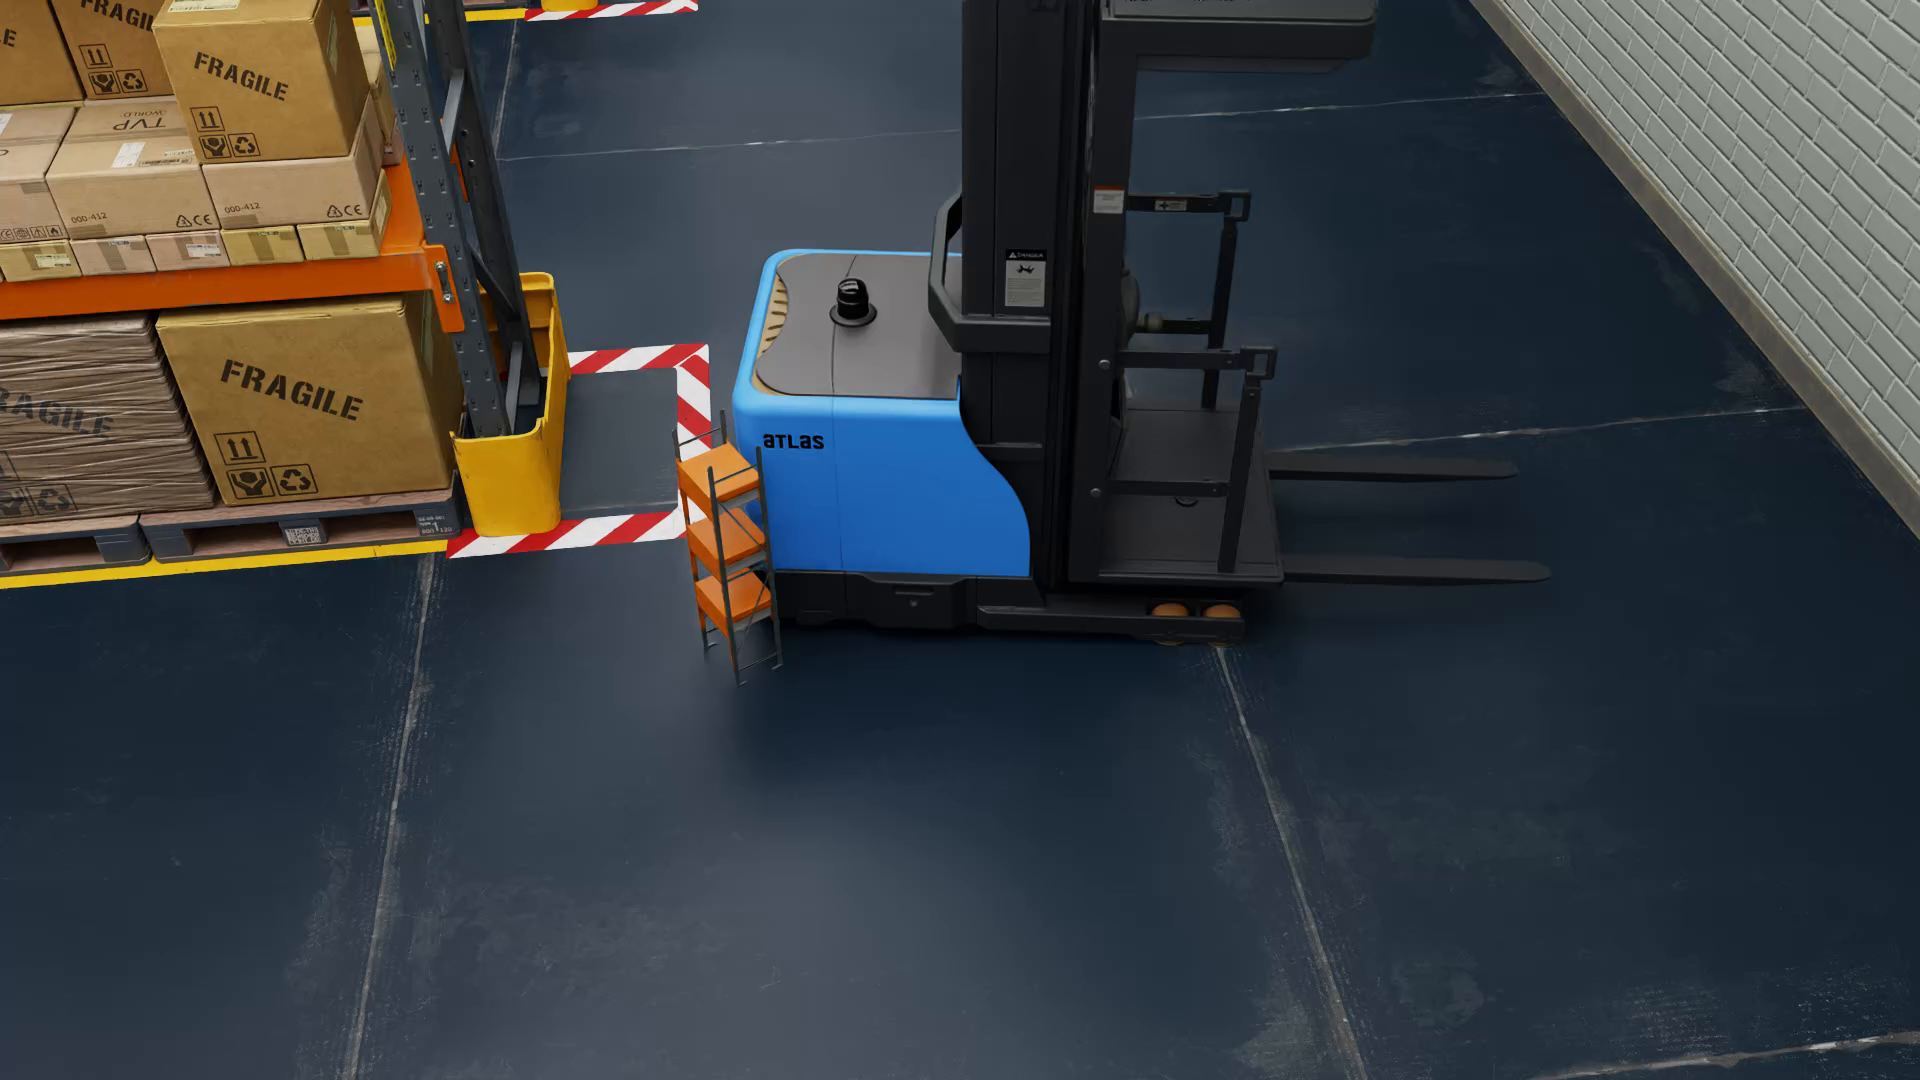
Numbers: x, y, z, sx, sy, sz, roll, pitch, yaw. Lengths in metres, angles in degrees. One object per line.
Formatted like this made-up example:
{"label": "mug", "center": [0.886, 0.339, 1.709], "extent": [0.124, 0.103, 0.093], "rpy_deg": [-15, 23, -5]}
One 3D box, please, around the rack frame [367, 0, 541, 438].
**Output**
{"label": "rack frame", "center": [-1.905, -1.520, 6.195], "extent": [0.127, 3.000, 1.000], "rpy_deg": [-5, 42, -6]}

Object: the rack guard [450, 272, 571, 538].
{"label": "rack guard", "center": [-1.881, -0.594, 7.035], "extent": [0.348, 0.500, 1.175], "rpy_deg": [-5, 42, -6]}

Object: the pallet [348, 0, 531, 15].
{"label": "pallet", "center": [-3.370, -3.728, 10.725], "extent": [1.213, 0.211, 1.003], "rpy_deg": [-5, 42, -6]}

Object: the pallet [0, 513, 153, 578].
{"label": "pallet", "center": [-3.895, -0.259, 6.880], "extent": [1.213, 0.211, 1.003], "rpy_deg": [-5, 42, -6]}

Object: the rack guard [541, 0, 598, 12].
{"label": "rack guard", "center": [-2.525, -3.892, 10.691], "extent": [0.348, 0.500, 1.175], "rpy_deg": [-5, 42, -6]}

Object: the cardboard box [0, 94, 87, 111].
{"label": "cardboard box", "center": [-3.429, -1.621, 6.198], "extent": [0.500, 0.250, 0.500], "rpy_deg": [-6, 42, -7]}

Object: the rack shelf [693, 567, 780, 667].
{"label": "rack shelf", "center": [-0.817, 0.263, 6.105], "extent": [0.215, 0.259, 0.240], "rpy_deg": [-25, 48, -26]}

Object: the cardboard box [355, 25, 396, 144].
{"label": "cardboard box", "center": [-2.416, -1.712, 6.299], "extent": [0.500, 0.250, 0.500], "rpy_deg": [-6, 42, -7]}

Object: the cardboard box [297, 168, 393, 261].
{"label": "cardboard box", "center": [-2.215, -1.177, 6.003], "extent": [0.250, 0.149, 0.380], "rpy_deg": [-4, 42, -5]}

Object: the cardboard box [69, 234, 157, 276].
{"label": "cardboard box", "center": [-2.971, -1.111, 5.930], "extent": [0.250, 0.149, 0.380], "rpy_deg": [-4, 42, -5]}

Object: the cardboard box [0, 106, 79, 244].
{"label": "cardboard box", "center": [-3.359, -1.268, 5.806], "extent": [0.500, 0.250, 0.500], "rpy_deg": [-6, 42, -7]}

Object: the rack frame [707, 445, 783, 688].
{"label": "rack frame", "center": [-0.746, 0.115, 5.838], "extent": [0.200, 1.050, 0.008], "rpy_deg": [-25, 48, -26]}

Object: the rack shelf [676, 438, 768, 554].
{"label": "rack shelf", "center": [-0.817, -0.154, 5.729], "extent": [0.215, 0.259, 0.240], "rpy_deg": [-25, 48, -26]}

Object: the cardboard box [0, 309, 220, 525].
{"label": "cardboard box", "center": [-3.431, -0.699, 6.558], "extent": [0.875, 0.875, 0.875], "rpy_deg": [-5, 42, -6]}

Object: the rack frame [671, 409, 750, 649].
{"label": "rack frame", "center": [-0.887, -0.018, 5.986], "extent": [0.200, 1.050, 0.008], "rpy_deg": [-25, 48, -26]}

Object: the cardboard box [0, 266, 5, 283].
{"label": "cardboard box", "center": [-3.485, -1.064, 5.878], "extent": [0.250, 0.149, 0.380], "rpy_deg": [-5, 42, -5]}

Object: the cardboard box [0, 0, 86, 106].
{"label": "cardboard box", "center": [-3.425, -1.898, 5.945], "extent": [0.500, 0.500, 0.500], "rpy_deg": [-6, 42, -7]}

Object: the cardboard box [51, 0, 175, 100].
{"label": "cardboard box", "center": [-2.912, -1.947, 5.999], "extent": [0.500, 0.500, 0.500], "rpy_deg": [-6, 42, -7]}

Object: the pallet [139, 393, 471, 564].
{"label": "pallet", "center": [-2.688, -0.363, 6.995], "extent": [1.213, 0.211, 1.003], "rpy_deg": [-5, 42, -6]}

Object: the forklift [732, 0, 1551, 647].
{"label": "forklift", "center": [0.731, -1.049, 5.725], "extent": [3.031, 2.935, 1.130], "rpy_deg": [2, 42, 2]}

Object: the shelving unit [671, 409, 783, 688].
{"label": "shelving unit", "center": [-0.817, 0.049, 5.912], "extent": [0.215, 1.050, 0.252], "rpy_deg": [-25, 48, -26]}

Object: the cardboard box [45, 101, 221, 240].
{"label": "cardboard box", "center": [-2.854, -1.313, 5.856], "extent": [0.500, 0.250, 0.500], "rpy_deg": [-6, 42, -6]}

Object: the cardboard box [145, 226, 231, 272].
{"label": "cardboard box", "center": [-2.723, -1.132, 5.953], "extent": [0.250, 0.149, 0.380], "rpy_deg": [-5, 42, -5]}

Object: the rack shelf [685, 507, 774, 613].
{"label": "rack shelf", "center": [-0.817, 0.057, 5.919], "extent": [0.215, 0.259, 0.240], "rpy_deg": [-25, 48, -26]}

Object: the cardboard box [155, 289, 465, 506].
{"label": "cardboard box", "center": [-2.529, -0.778, 6.646], "extent": [0.875, 0.875, 0.875], "rpy_deg": [-5, 42, -6]}

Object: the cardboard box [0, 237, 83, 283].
{"label": "cardboard box", "center": [-3.228, -1.087, 5.903], "extent": [0.250, 0.149, 0.380], "rpy_deg": [-6, 42, -6]}

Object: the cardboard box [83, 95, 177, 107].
{"label": "cardboard box", "center": [-2.930, -1.663, 6.244], "extent": [0.500, 0.250, 0.500], "rpy_deg": [-5, 42, -6]}

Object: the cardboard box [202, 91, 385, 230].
{"label": "cardboard box", "center": [-2.351, -1.356, 5.904], "extent": [0.500, 0.250, 0.500], "rpy_deg": [-6, 42, -6]}

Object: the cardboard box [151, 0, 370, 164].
{"label": "cardboard box", "center": [-2.354, -1.636, 5.654], "extent": [0.500, 0.500, 0.500], "rpy_deg": [-5, 42, -5]}

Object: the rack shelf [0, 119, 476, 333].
{"label": "rack shelf", "center": [-3.888, -1.079, 6.244], "extent": [4.000, 0.370, 1.077], "rpy_deg": [-5, 42, -6]}

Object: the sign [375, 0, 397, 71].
{"label": "sign", "center": [-1.848, -1.676, 5.327], "extent": [0.005, 0.325, 0.100], "rpy_deg": [-5, 42, -6]}

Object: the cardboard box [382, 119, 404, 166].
{"label": "cardboard box", "center": [-2.300, -1.615, 6.488], "extent": [0.250, 0.149, 0.380], "rpy_deg": [-5, 42, -5]}

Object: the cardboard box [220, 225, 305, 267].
{"label": "cardboard box", "center": [-2.473, -1.153, 5.977], "extent": [0.250, 0.149, 0.380], "rpy_deg": [-5, 42, -5]}
